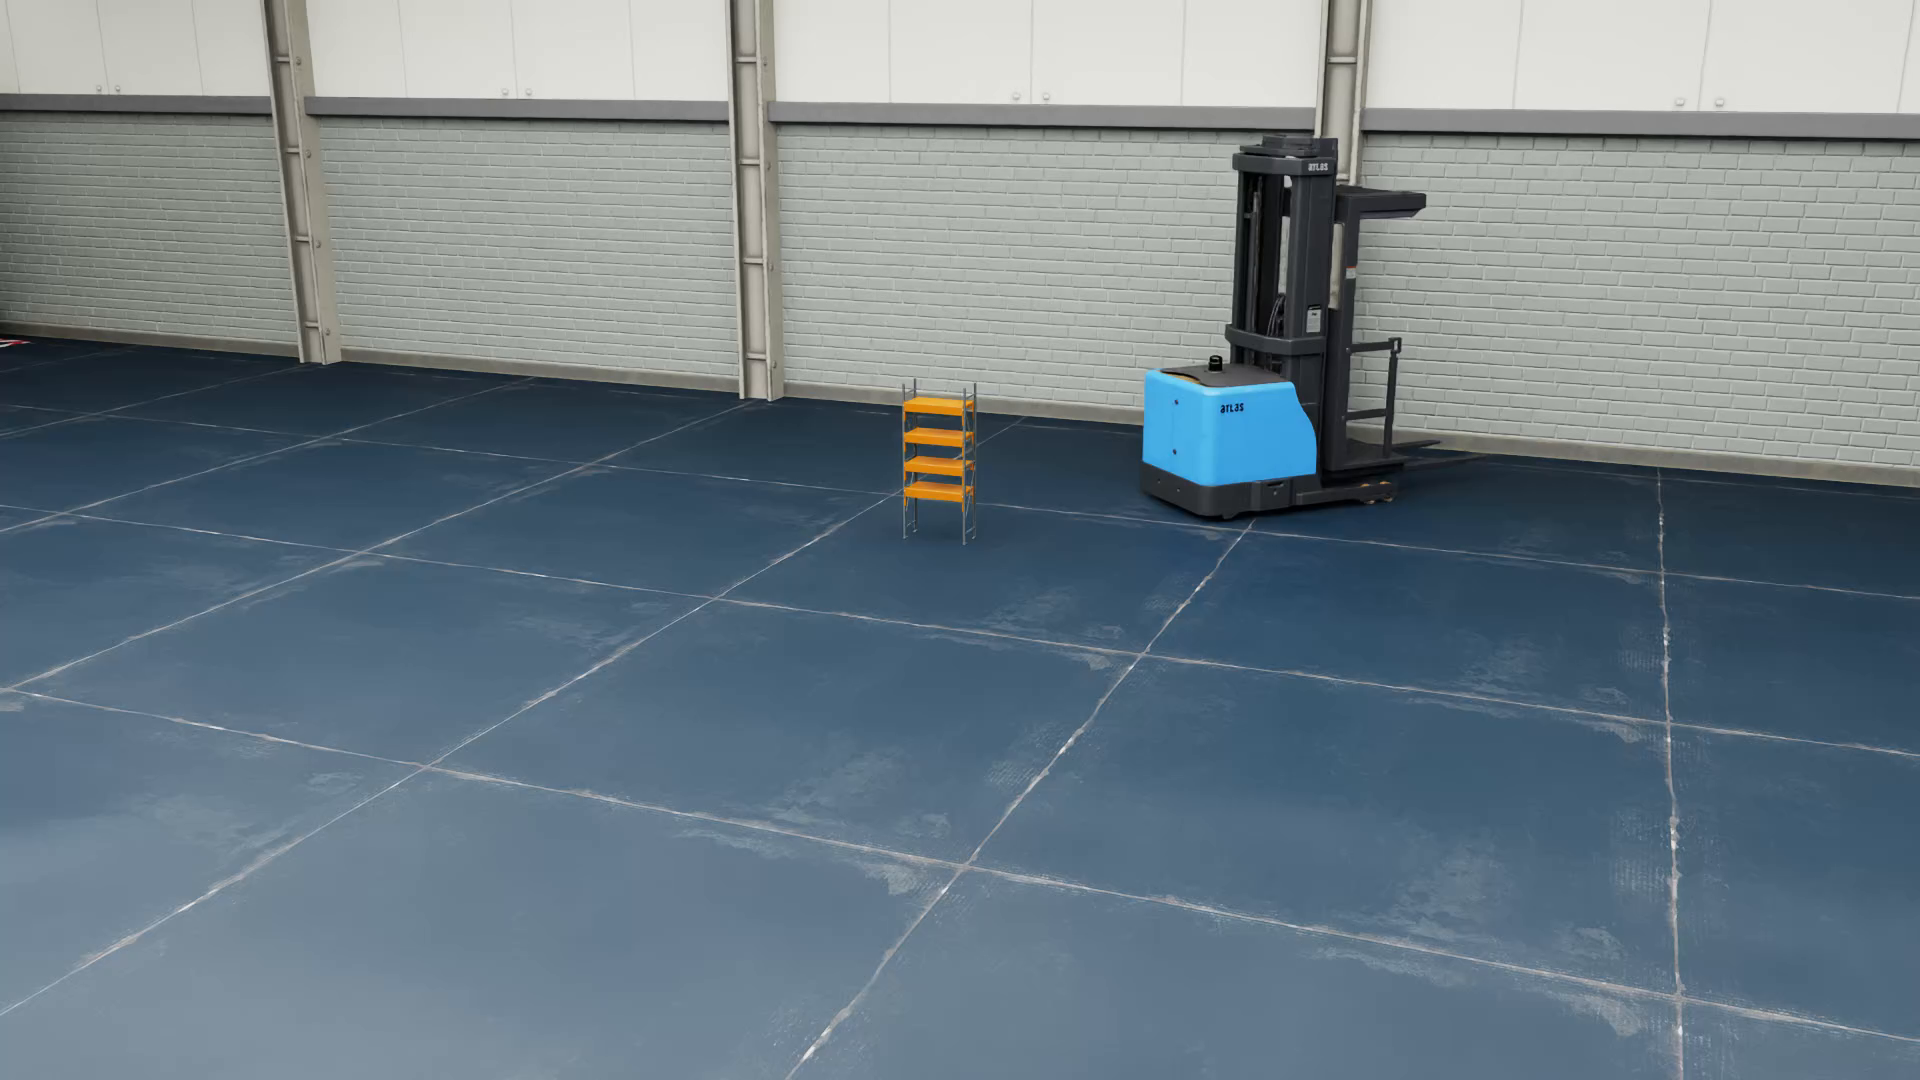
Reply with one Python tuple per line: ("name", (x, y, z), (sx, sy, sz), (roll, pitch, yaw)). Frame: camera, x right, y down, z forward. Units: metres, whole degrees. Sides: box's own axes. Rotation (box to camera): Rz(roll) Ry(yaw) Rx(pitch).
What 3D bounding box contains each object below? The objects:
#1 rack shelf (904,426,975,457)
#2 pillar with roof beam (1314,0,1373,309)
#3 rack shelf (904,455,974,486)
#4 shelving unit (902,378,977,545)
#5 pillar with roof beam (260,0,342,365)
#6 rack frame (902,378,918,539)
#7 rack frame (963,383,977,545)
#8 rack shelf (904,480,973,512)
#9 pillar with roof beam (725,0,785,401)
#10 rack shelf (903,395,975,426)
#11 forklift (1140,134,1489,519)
("rack shelf", (-0.154, -0.743, 12.521), (0.480, 0.148, 0.258), (6, 17, 21))
("pillar with roof beam", (1.861, -4.138, 10.788), (0.400, 9.000, 9.100), (6, 17, 21))
("rack shelf", (-0.154, -0.529, 12.583), (0.480, 0.148, 0.258), (6, 17, 21))
("shelving unit", (-0.154, -0.593, 12.565), (0.503, 1.200, 0.258), (6, 17, 21))
("pillar with roof beam", (-9.302, -5.366, 15.016), (0.400, 9.000, 9.100), (6, 17, 21))
("rack frame", (-0.381, -0.618, 12.651), (0.015, 1.200, 0.240), (6, 17, 21))
("rack frame", (0.073, -0.568, 12.479), (0.015, 1.200, 0.240), (6, 17, 21))
("rack shelf", (-0.154, -0.338, 12.639), (0.480, 0.148, 0.258), (6, 17, 21))
("pillar with roof beam", (-3.720, -4.752, 12.902), (0.400, 9.000, 9.100), (6, 17, 21))
("rack shelf", (-0.154, -0.971, 12.455), (0.480, 0.148, 0.258), (6, 17, 21))
("forklift", (3.064, -1.827, 13.710), (3.031, 2.935, 1.130), (-7, 18, -24))
